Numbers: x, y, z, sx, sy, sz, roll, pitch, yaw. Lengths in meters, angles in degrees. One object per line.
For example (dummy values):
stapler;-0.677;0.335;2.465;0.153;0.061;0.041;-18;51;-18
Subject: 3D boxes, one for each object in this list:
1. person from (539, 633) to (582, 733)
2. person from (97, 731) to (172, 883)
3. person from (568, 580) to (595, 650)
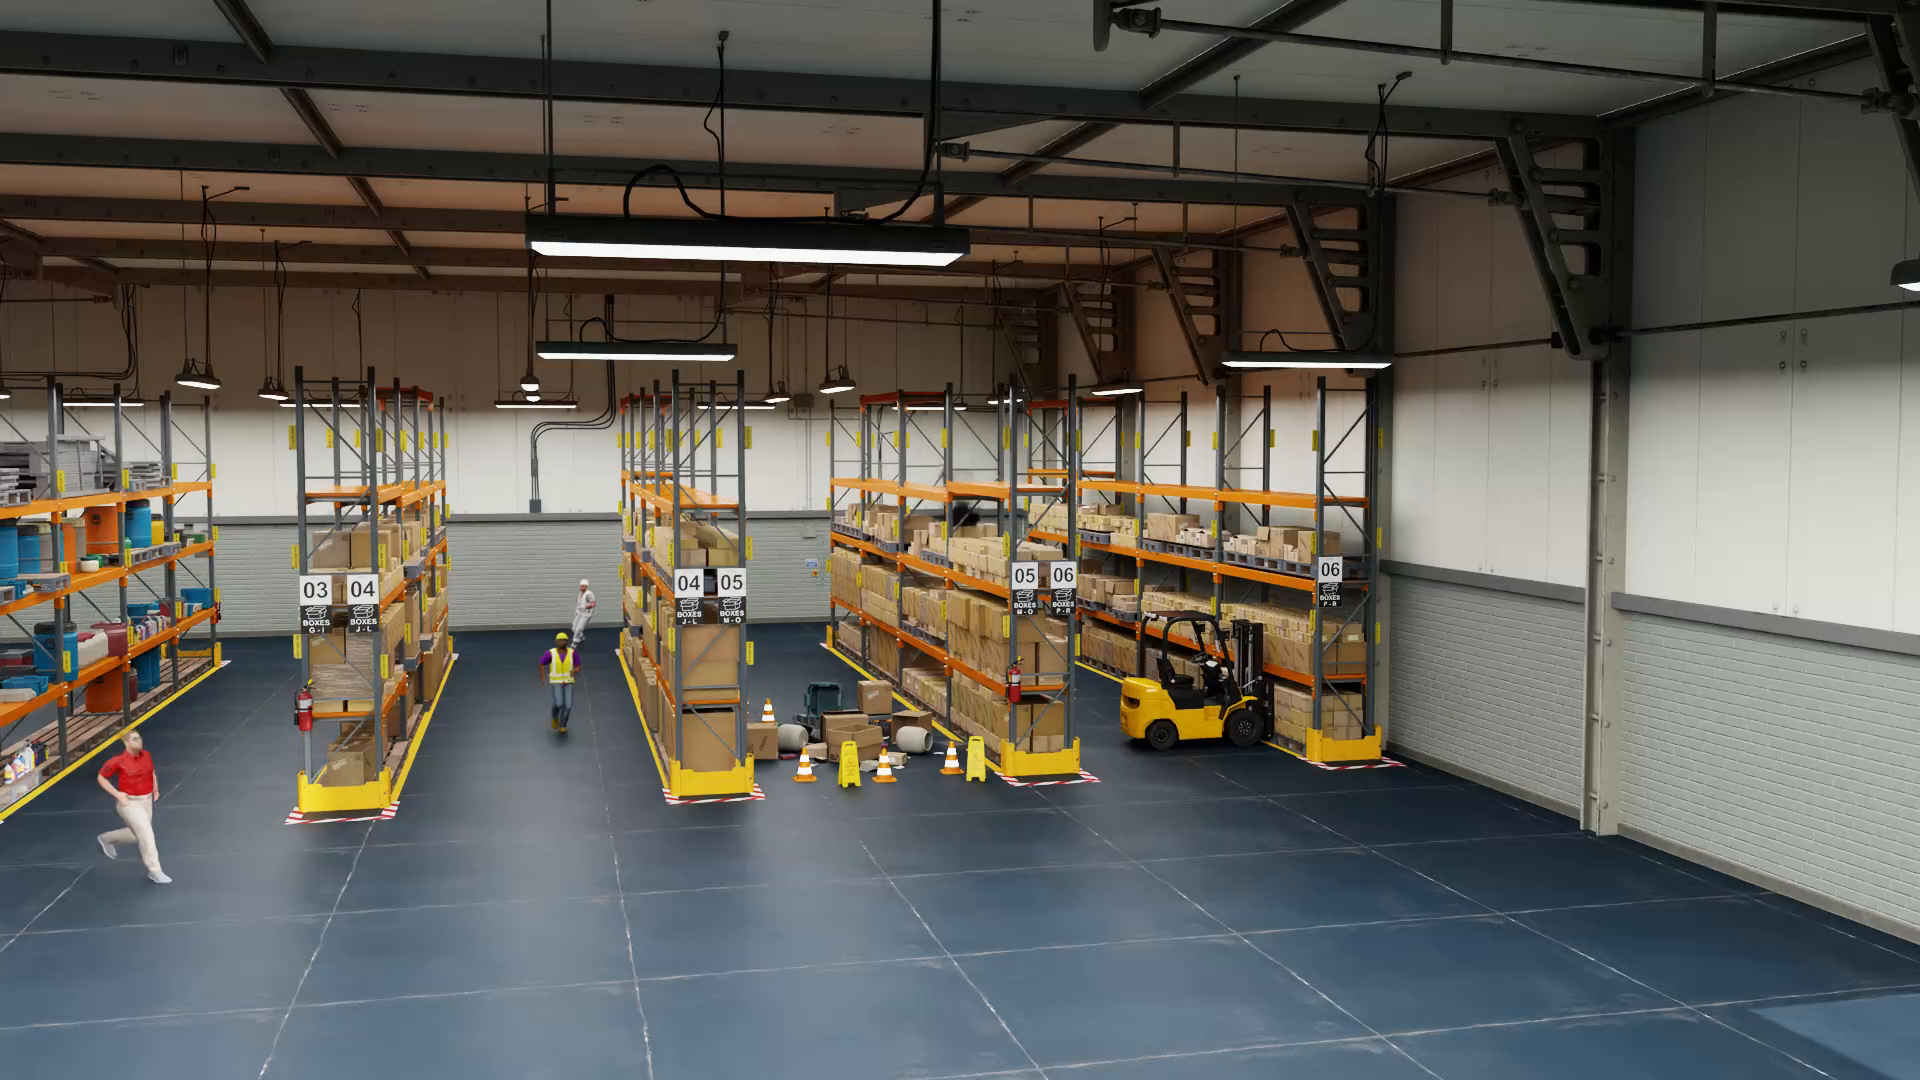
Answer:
person;-6.783;2.440;28.345;0.690;1.721;0.597;-2;4;-24
person;-9.461;3.042;19.031;1.065;1.728;0.638;1;3;13
person;-9.017;1.780;39.598;0.910;1.697;0.697;3;5;41
